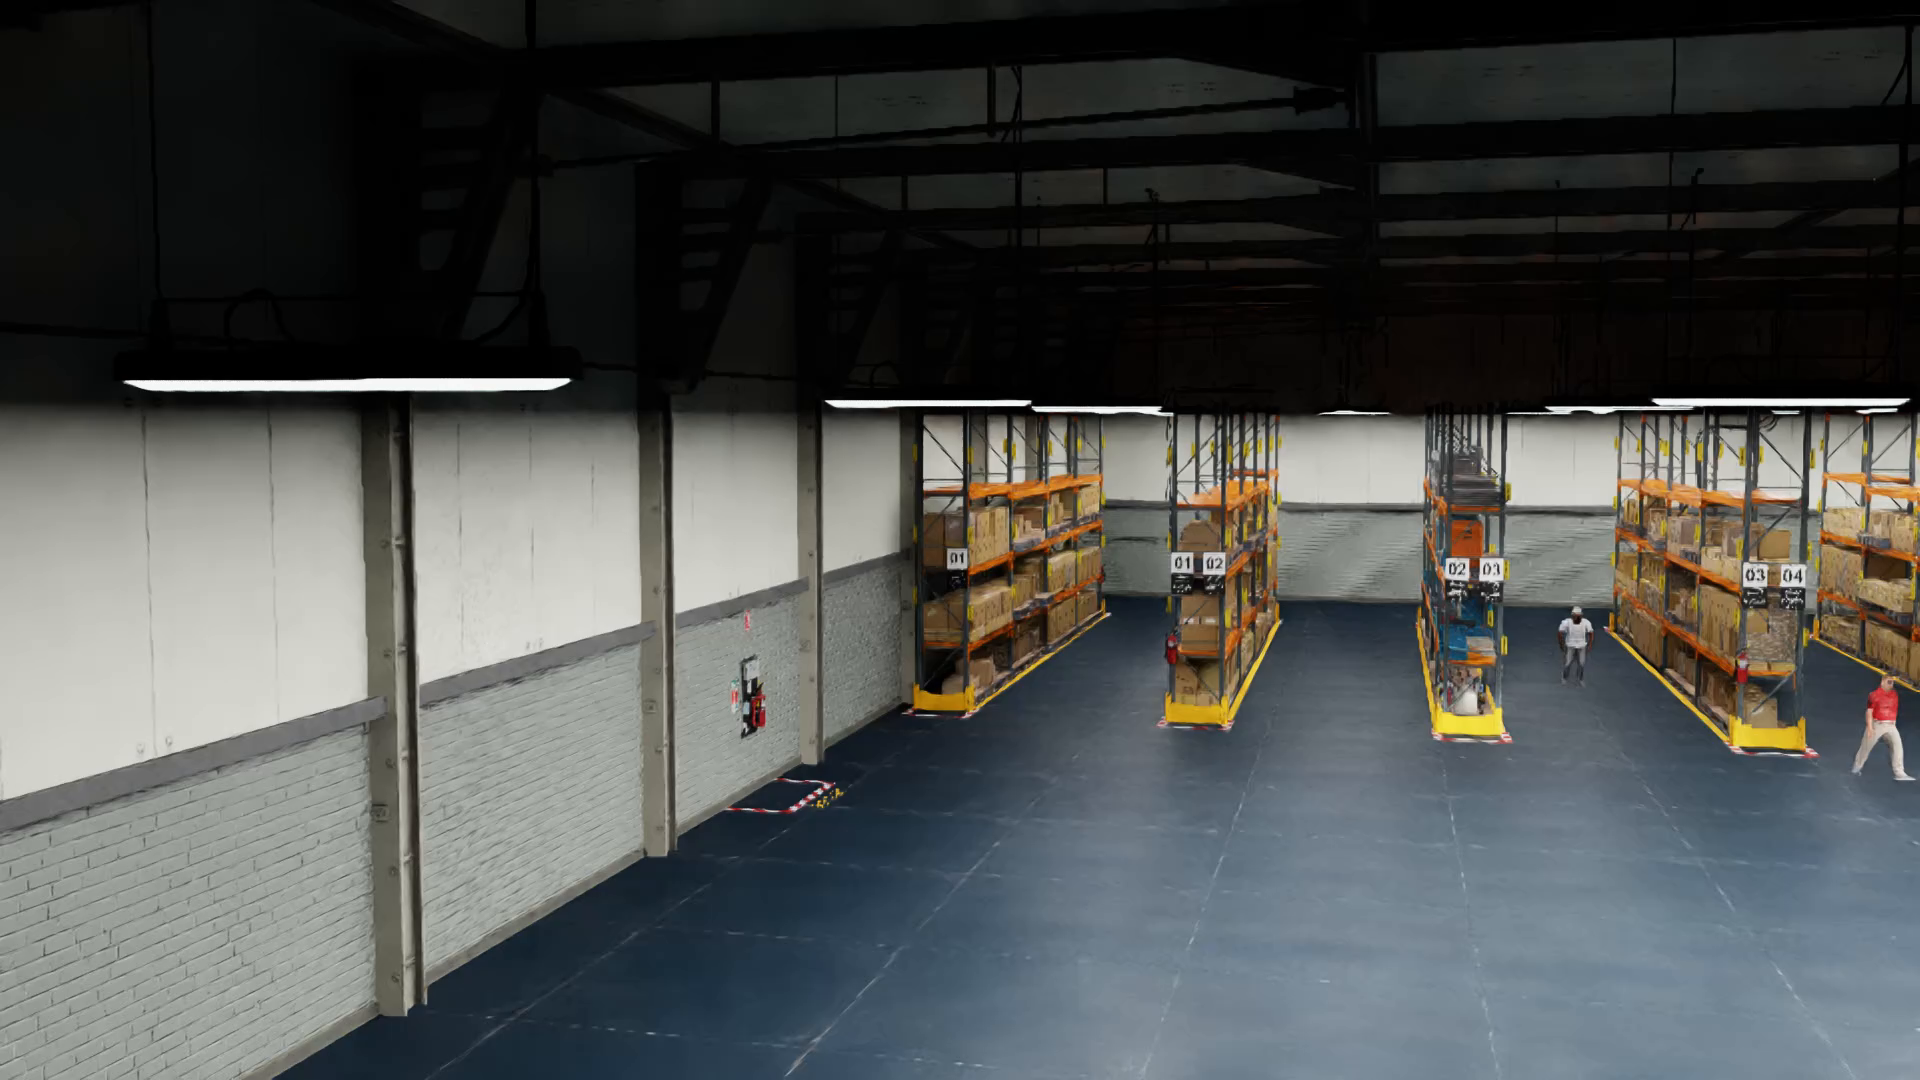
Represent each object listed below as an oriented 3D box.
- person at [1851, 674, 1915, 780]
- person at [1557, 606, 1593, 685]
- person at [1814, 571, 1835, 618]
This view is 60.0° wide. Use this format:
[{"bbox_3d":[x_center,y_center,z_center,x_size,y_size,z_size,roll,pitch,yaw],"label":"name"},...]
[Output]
[{"bbox_3d":[14.608,2.944,26.330,0.583,1.679,0.974,-1,4,-9],"label":"person"},{"bbox_3d":[13.136,2.253,35.501,0.719,1.714,0.572,1,4,13],"label":"person"},{"bbox_3d":[24.474,1.404,46.951,0.576,1.724,0.961,3,5,36],"label":"person"}]
